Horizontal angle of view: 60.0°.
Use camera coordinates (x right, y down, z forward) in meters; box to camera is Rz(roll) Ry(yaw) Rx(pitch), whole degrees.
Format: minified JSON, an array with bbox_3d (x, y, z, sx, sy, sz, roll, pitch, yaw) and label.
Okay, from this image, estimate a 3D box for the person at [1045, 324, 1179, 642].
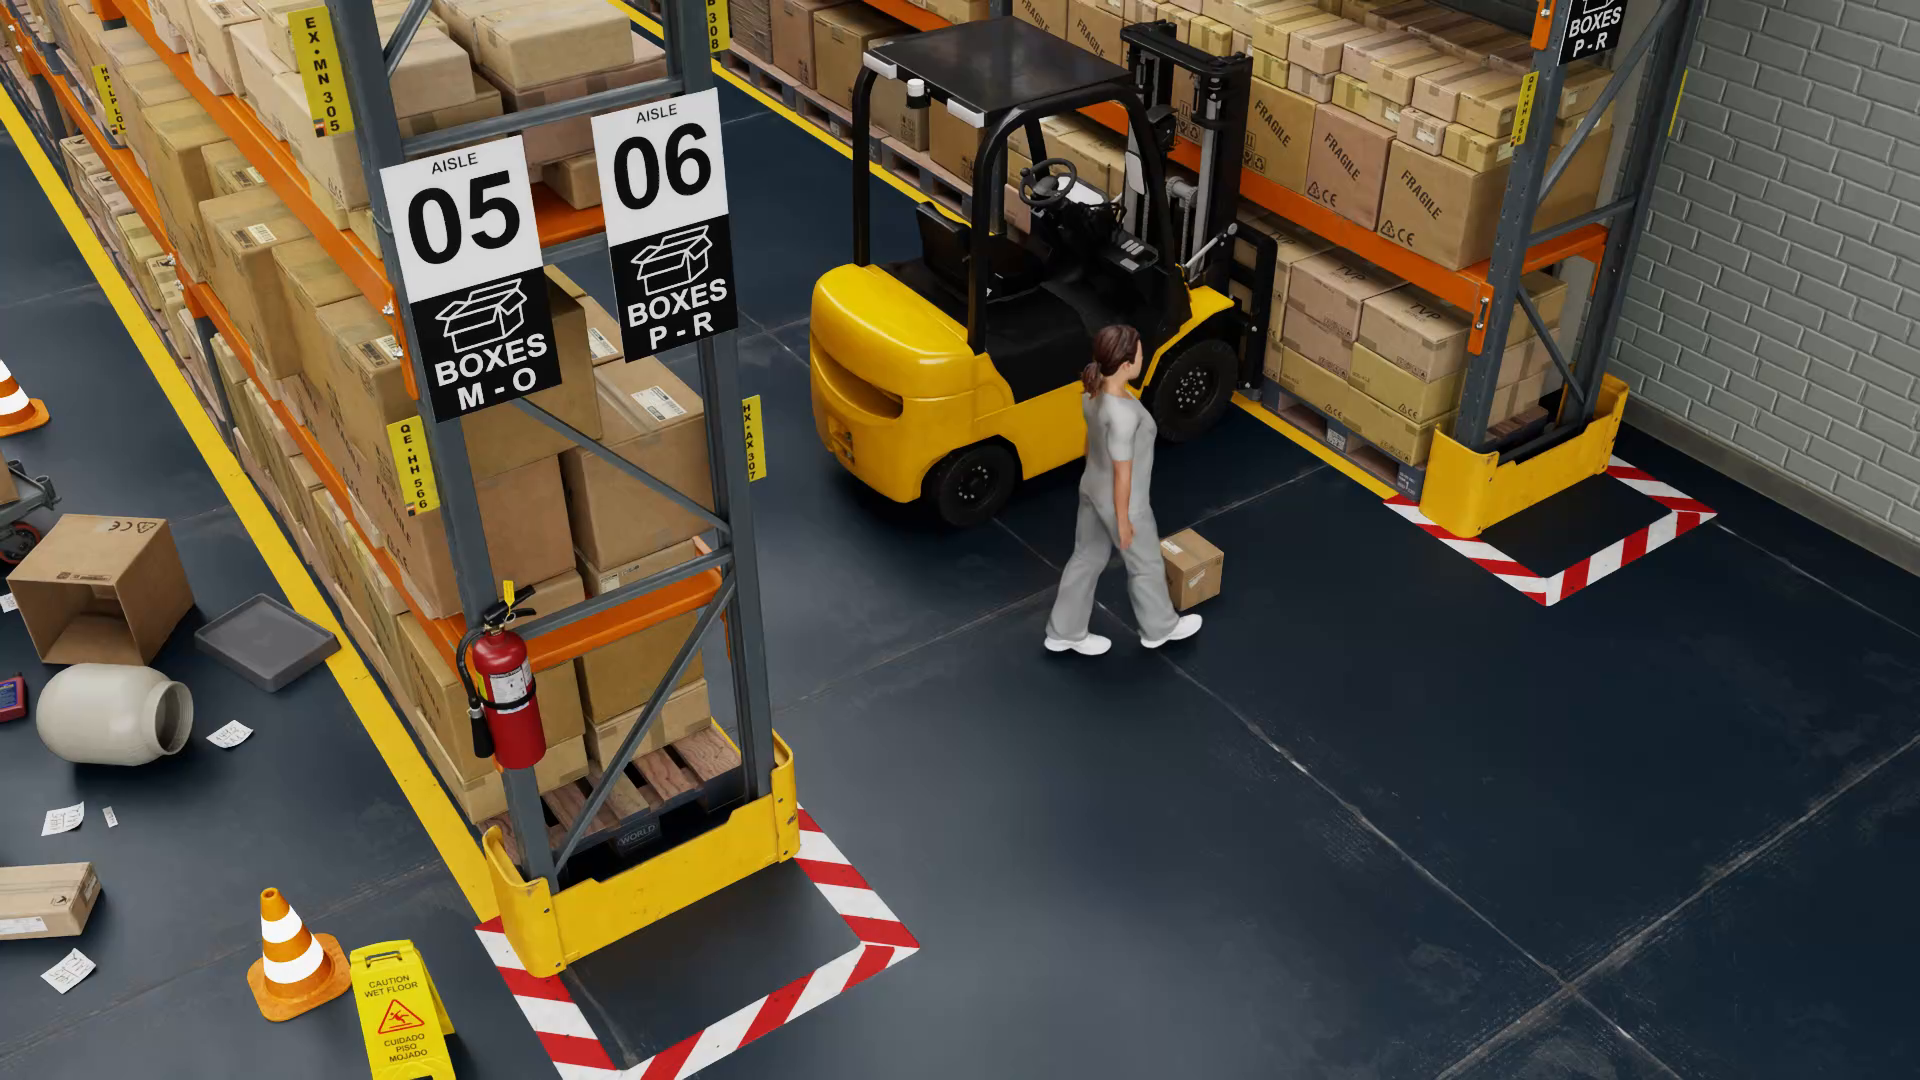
[{"bbox_3d":[0.694,-0.215,7.243,0.607,1.592,0.465,-12,38,-15],"label":"person"}]
